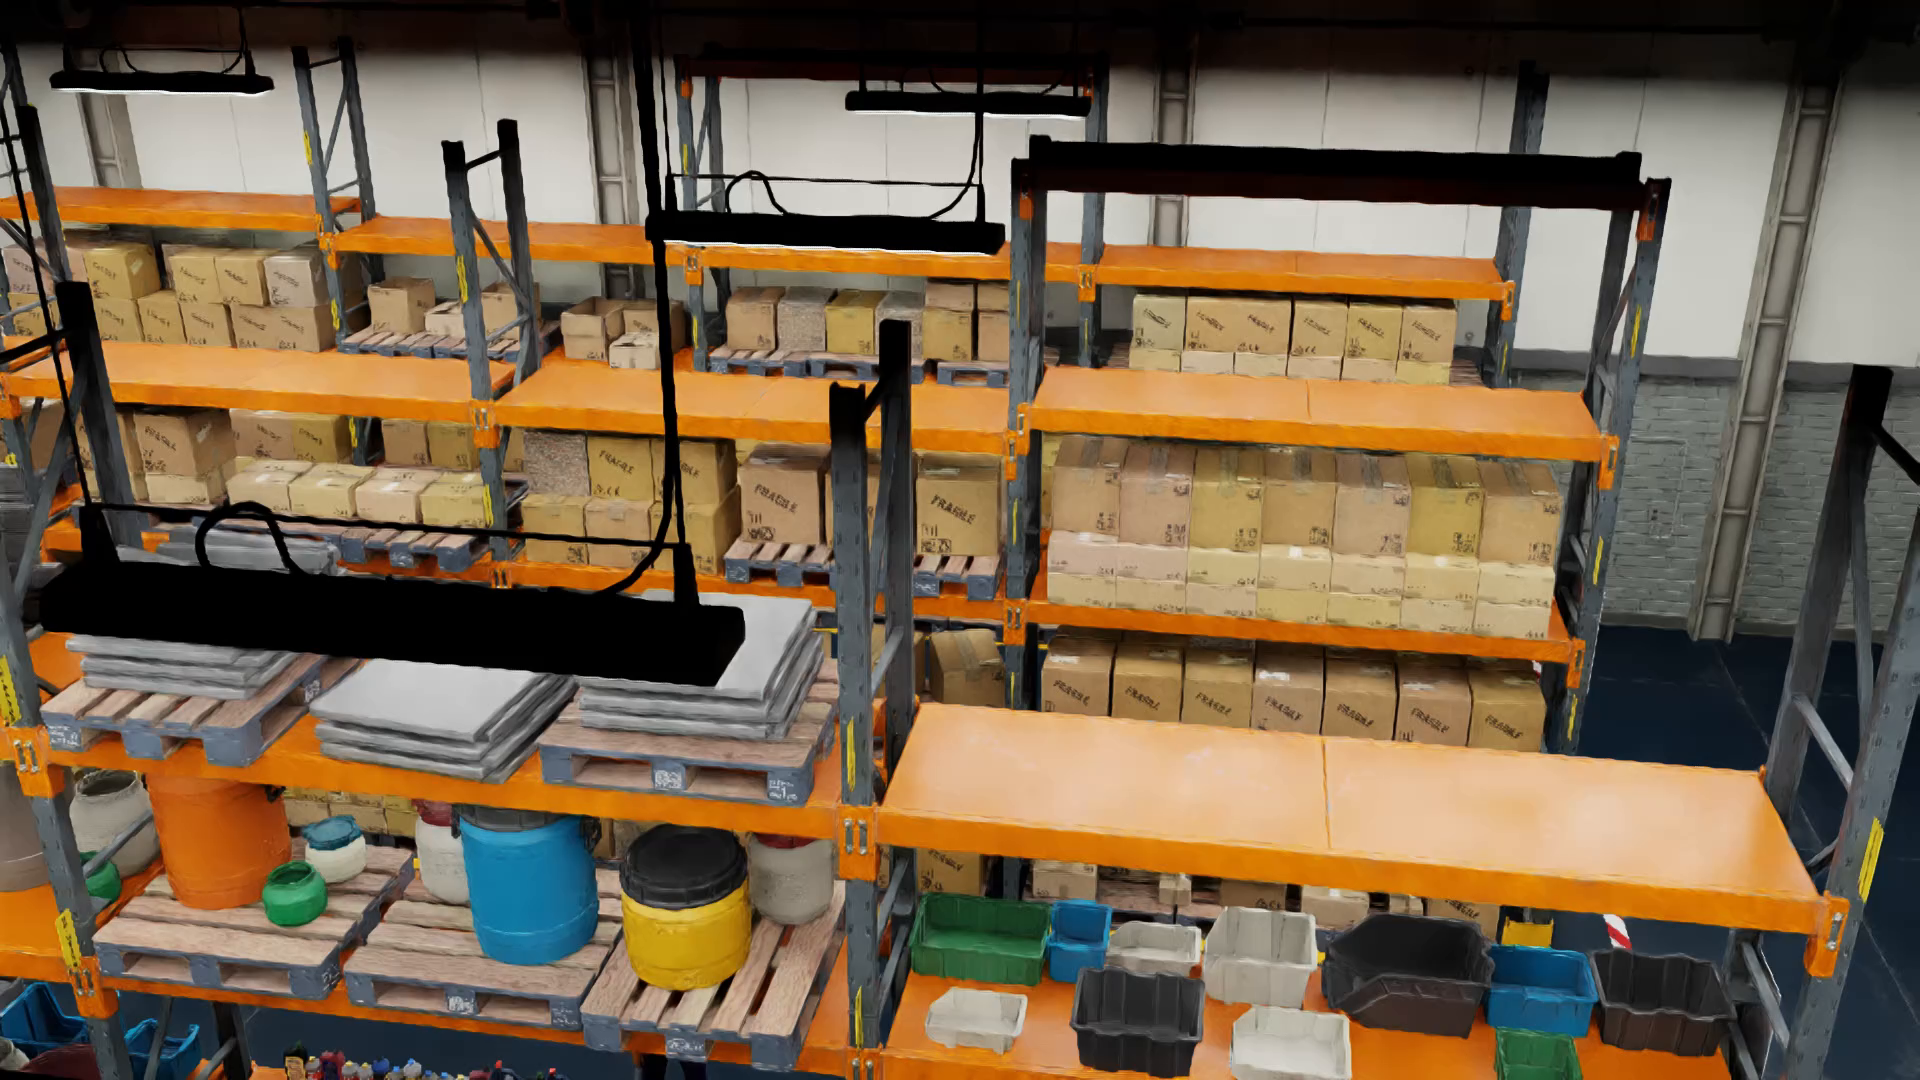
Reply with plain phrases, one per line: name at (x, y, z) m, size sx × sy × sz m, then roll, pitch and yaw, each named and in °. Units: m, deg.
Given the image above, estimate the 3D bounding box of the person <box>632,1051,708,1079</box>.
person at (-1.855, 3.225, 10.646) m, size 0.530 × 1.647 × 0.429 m, roll -9°, pitch 25°, yaw -19°
